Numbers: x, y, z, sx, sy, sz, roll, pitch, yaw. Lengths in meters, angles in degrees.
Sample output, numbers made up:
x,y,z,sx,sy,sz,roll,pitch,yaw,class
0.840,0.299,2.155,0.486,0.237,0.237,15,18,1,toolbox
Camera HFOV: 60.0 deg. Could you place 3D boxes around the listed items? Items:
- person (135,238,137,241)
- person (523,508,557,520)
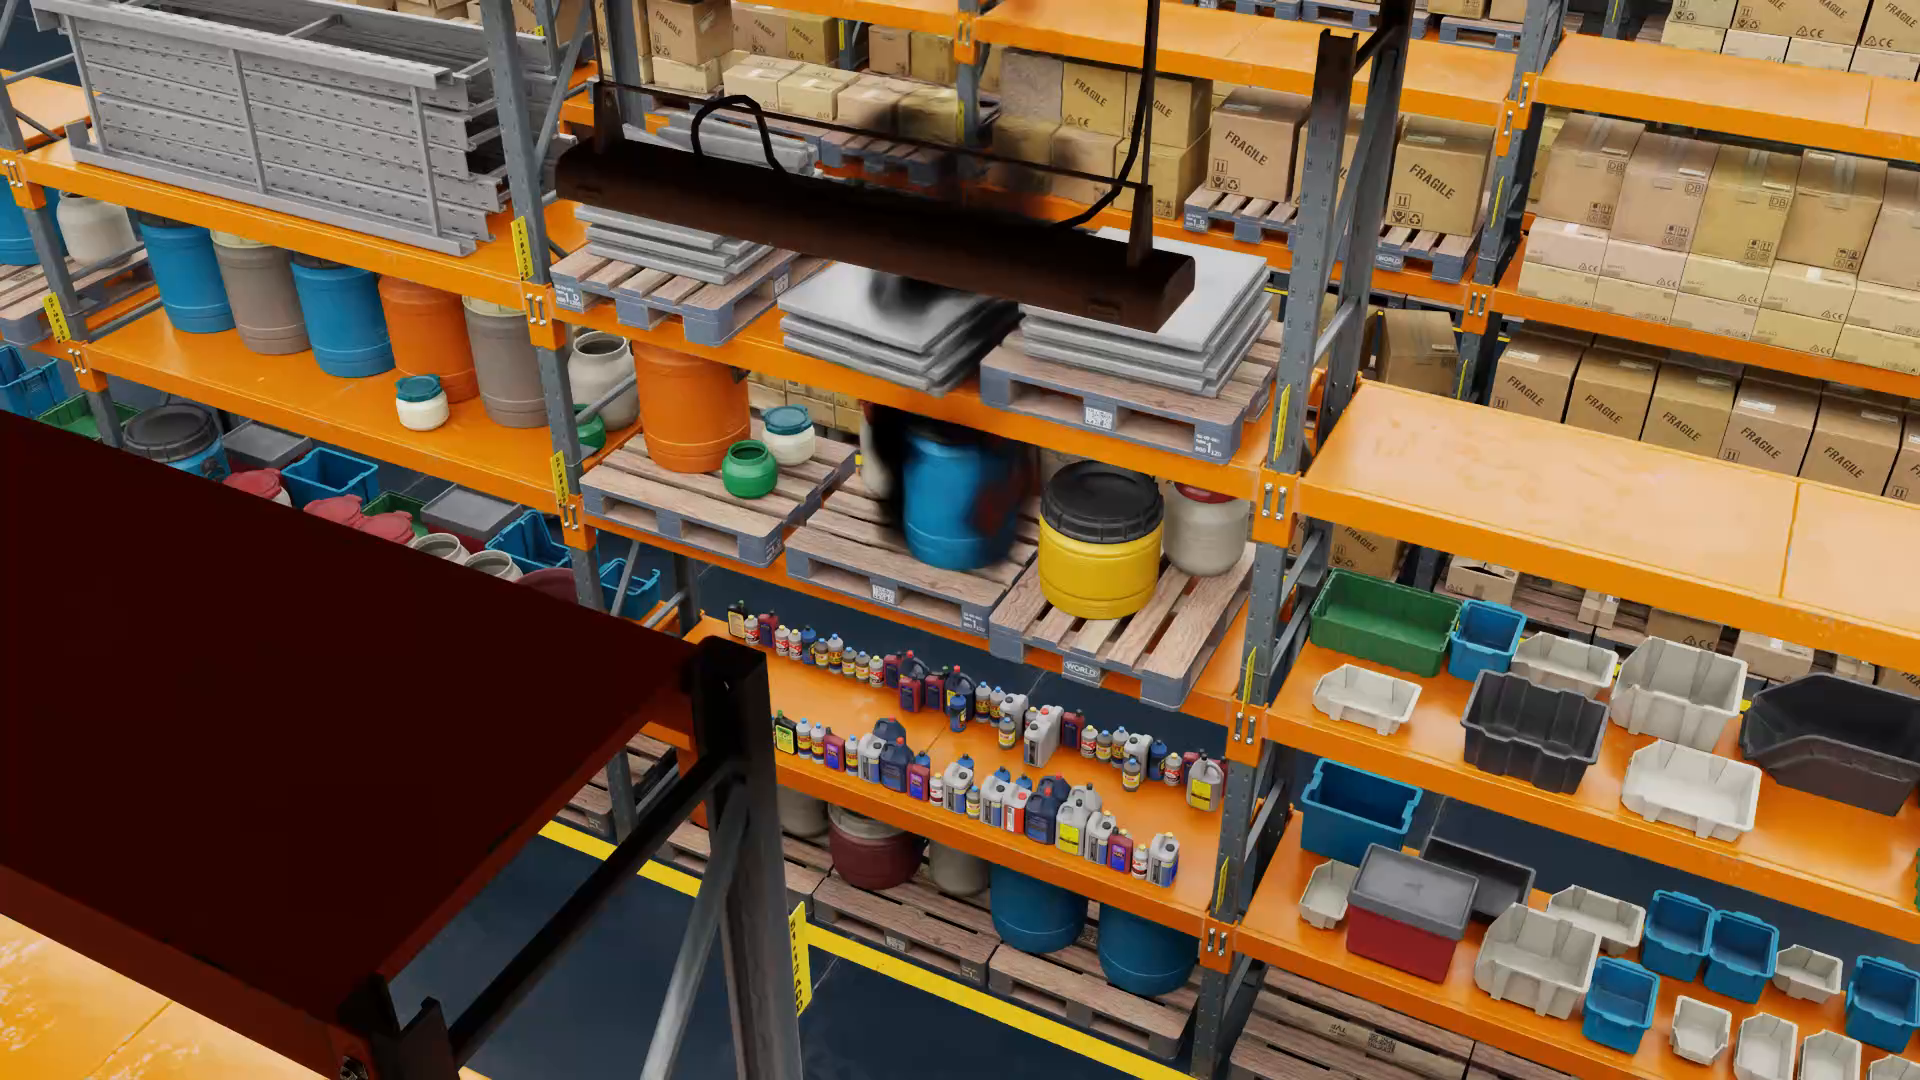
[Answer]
x,y,z,sx,sy,sz,roll,pitch,yaw,class
-9.054,-3.434,17.383,0.658,1.638,0.581,-20,40,-26,person
-3.294,-0.850,13.604,0.897,1.752,0.655,12,37,17,person
